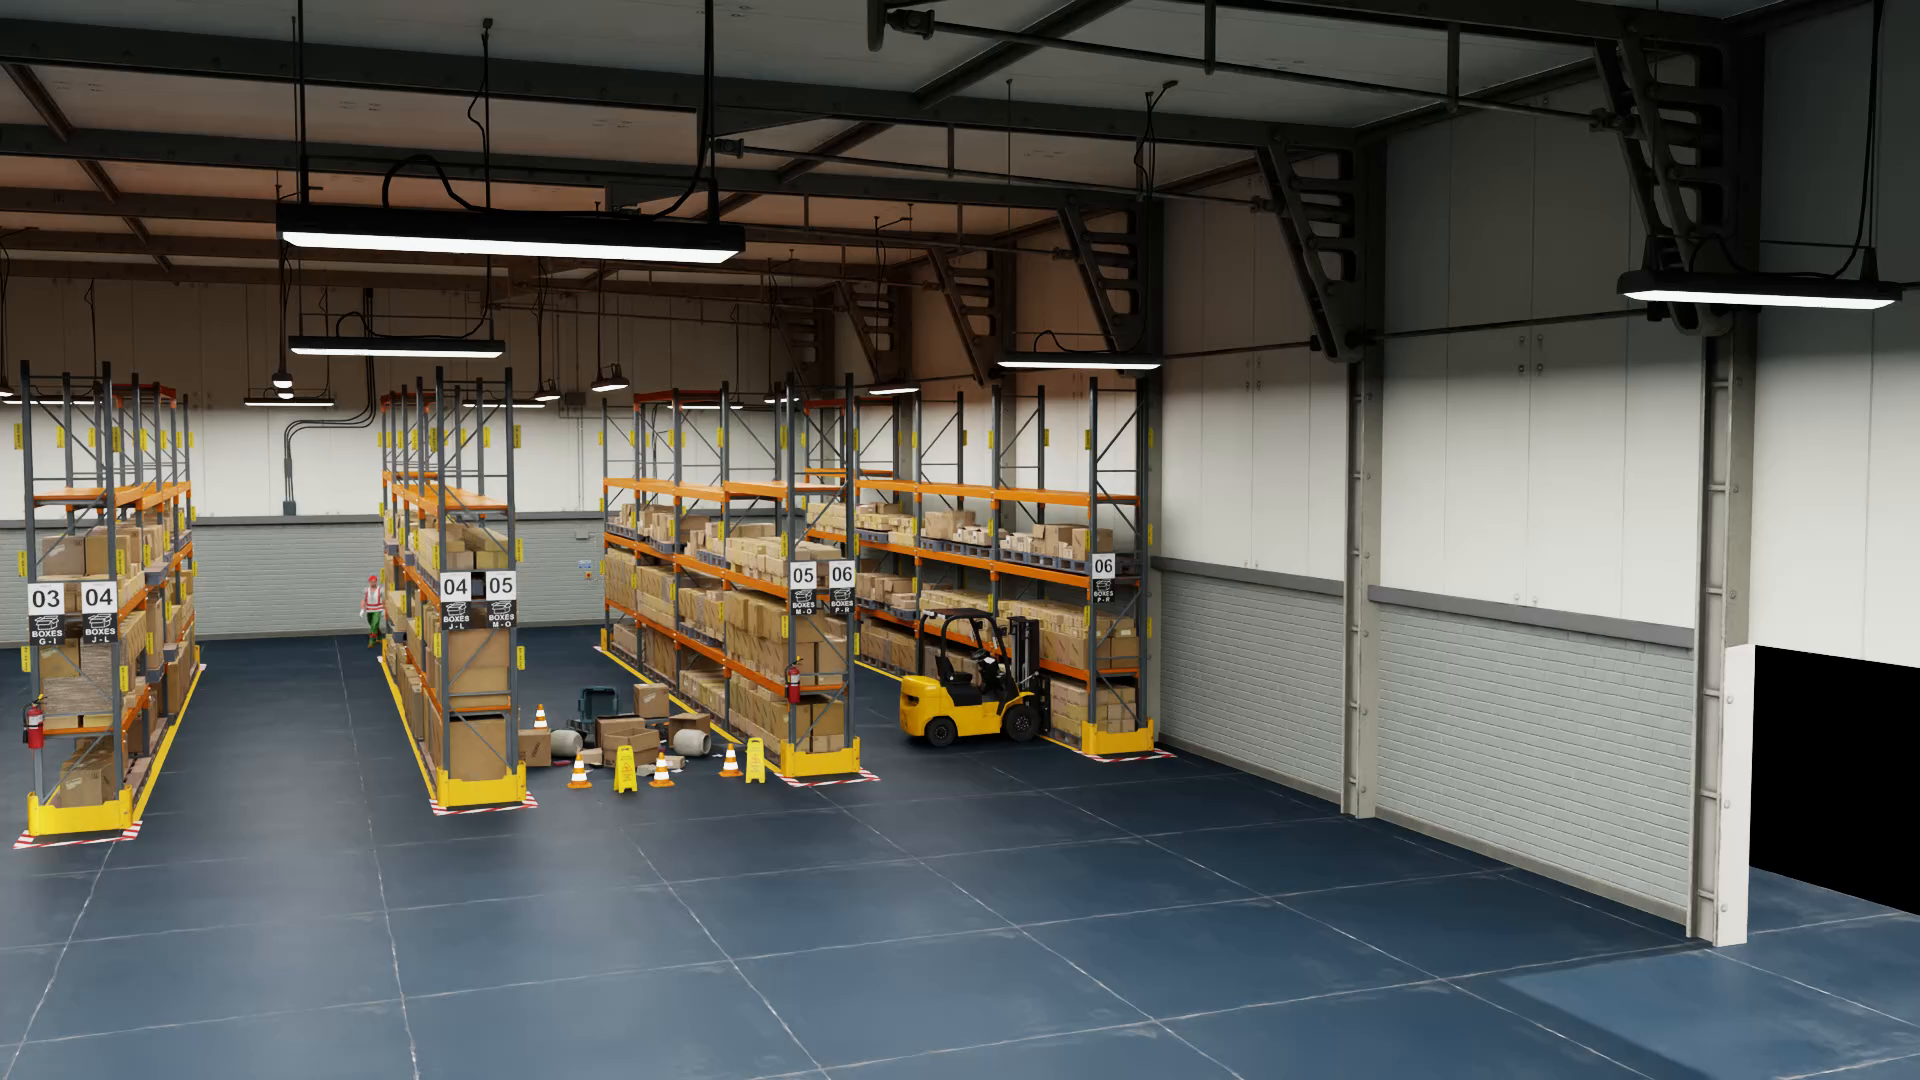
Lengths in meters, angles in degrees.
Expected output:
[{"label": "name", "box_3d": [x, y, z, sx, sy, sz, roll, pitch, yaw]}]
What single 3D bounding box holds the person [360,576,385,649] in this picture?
[{"label": "person", "box_3d": [-14.118, 1.715, 40.021, 0.500, 1.733, 1.133, 0, 3, 6]}]
